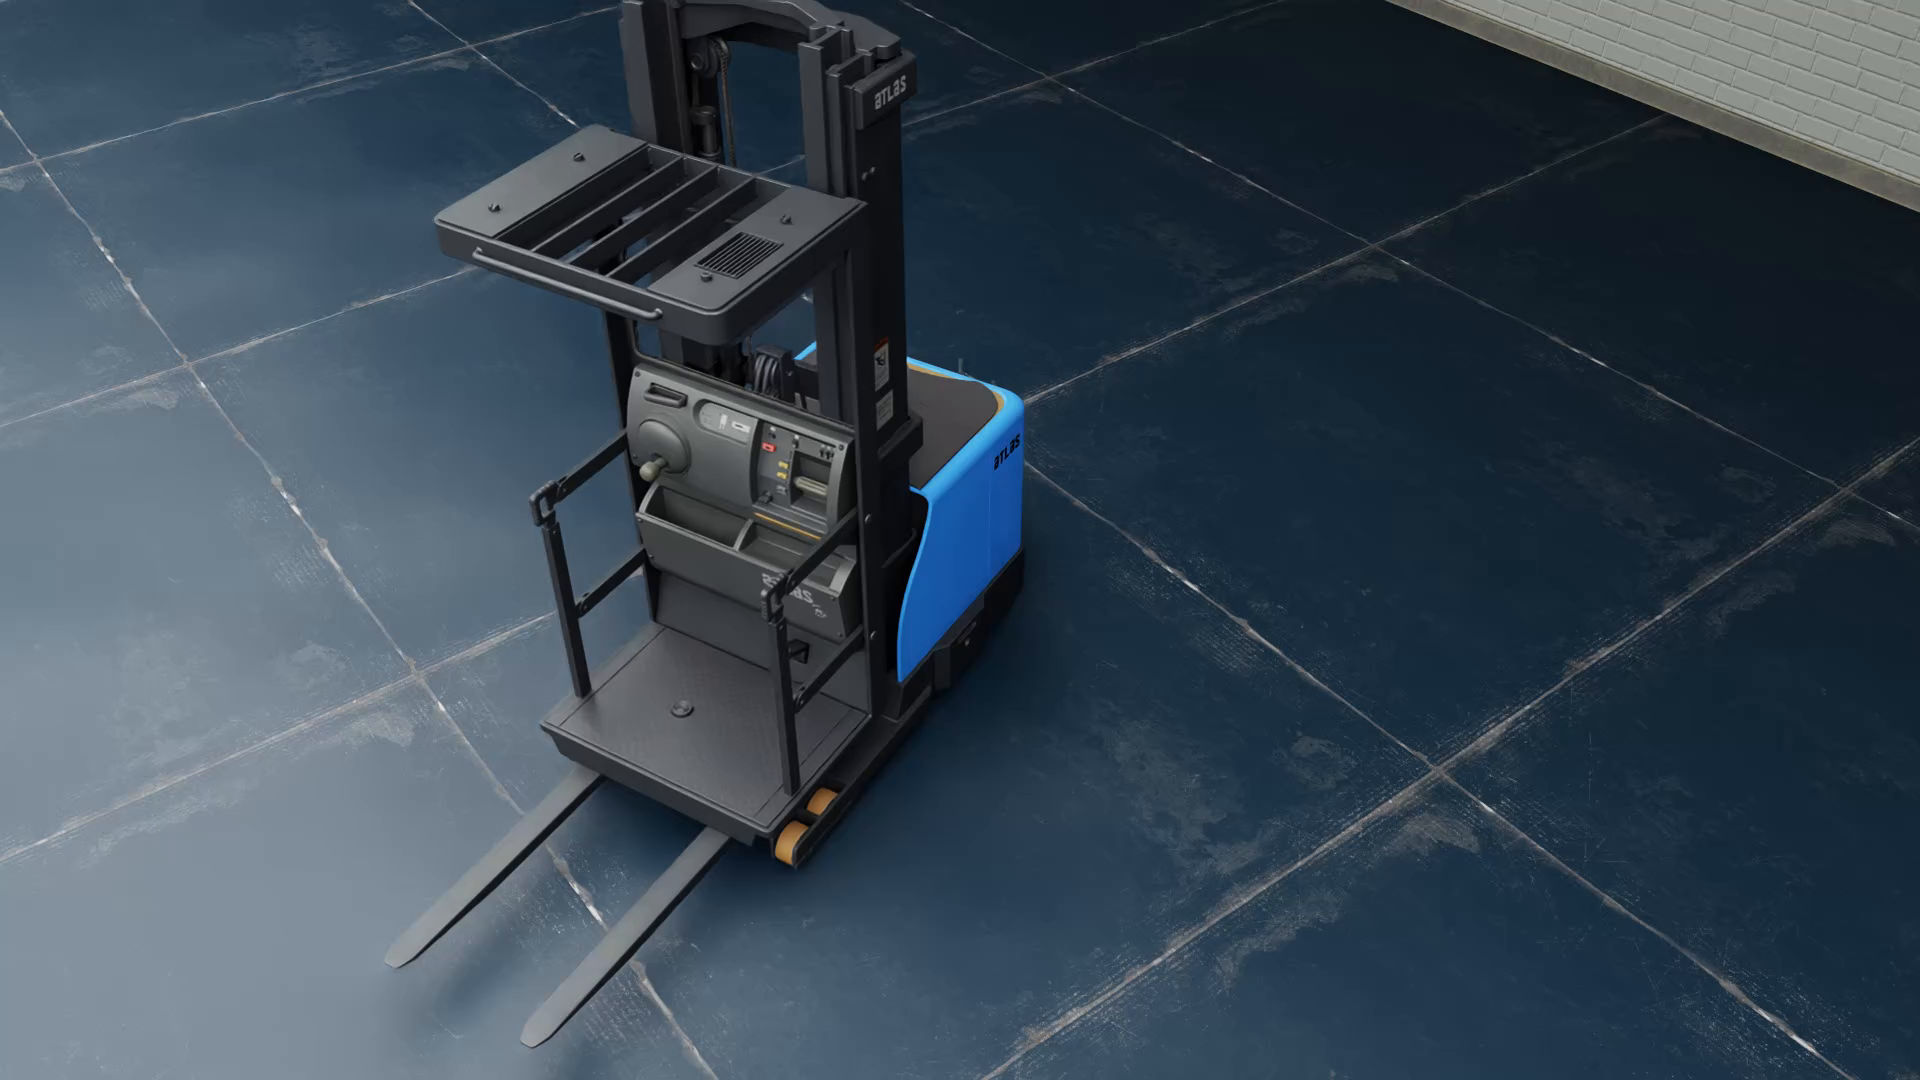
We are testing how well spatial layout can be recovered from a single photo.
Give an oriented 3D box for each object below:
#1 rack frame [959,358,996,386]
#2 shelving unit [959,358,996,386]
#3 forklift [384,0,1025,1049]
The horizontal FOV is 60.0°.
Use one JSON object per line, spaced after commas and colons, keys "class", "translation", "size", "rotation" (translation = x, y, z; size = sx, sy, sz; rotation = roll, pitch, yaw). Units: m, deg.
{"class": "rack frame", "translation": [0.074, -0.392, 7.518], "size": [0.006, 0.900, 0.240], "rotation": [-28, 47, -30]}
{"class": "shelving unit", "translation": [-0.004, -0.350, 7.467], "size": [0.210, 0.900, 0.258], "rotation": [-28, 47, -30]}
{"class": "forklift", "translation": [-0.902, -0.246, 5.739], "size": [1.130, 2.935, 3.031], "rotation": [21, 44, 23]}
